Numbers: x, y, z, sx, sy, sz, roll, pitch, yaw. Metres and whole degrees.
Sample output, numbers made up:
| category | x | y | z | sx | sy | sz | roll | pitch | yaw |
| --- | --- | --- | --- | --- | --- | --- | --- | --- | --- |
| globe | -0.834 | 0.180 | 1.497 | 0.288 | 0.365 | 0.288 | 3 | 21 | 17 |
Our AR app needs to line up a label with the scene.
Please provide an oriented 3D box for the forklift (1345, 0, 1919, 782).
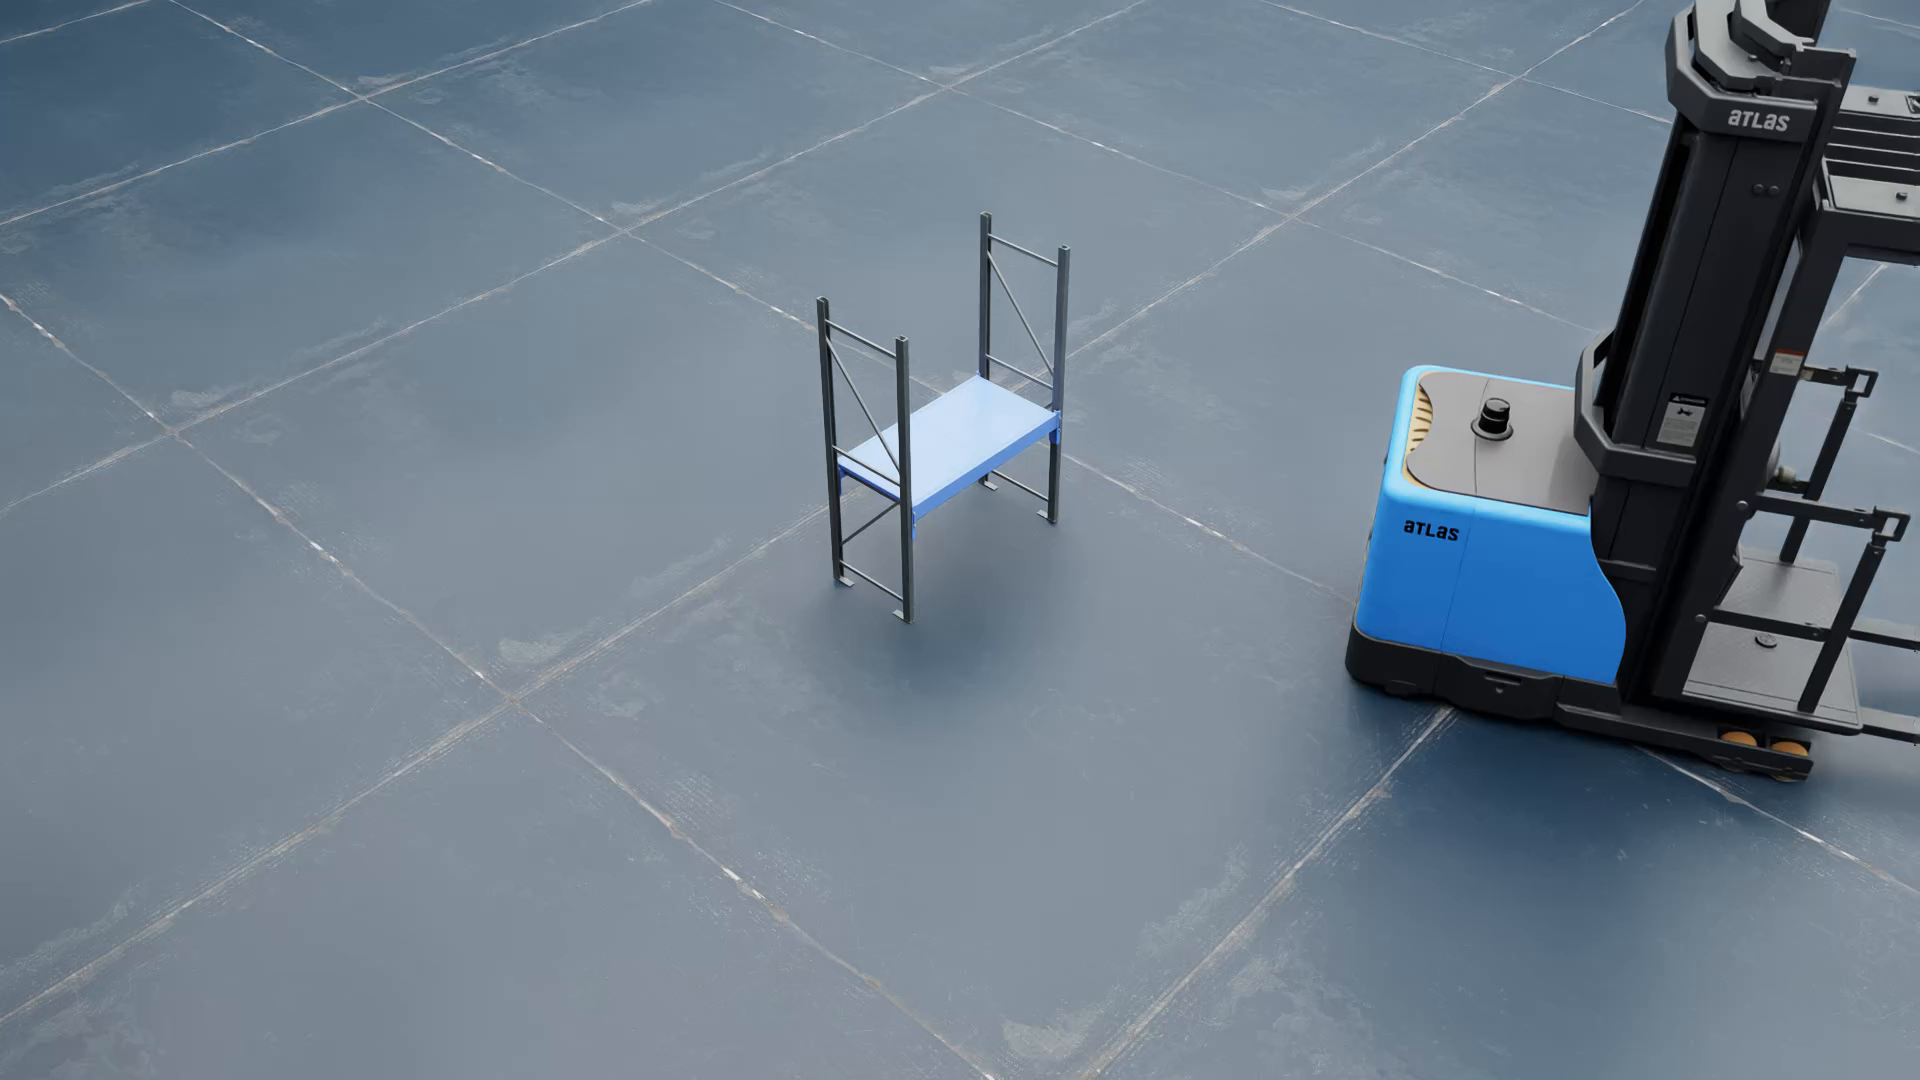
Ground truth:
| category | x | y | z | sx | sy | sz | roll | pitch | yaw |
| --- | --- | --- | --- | --- | --- | --- | --- | --- | --- |
| forklift | 3.250 | -0.533 | 6.348 | 3.031 | 2.935 | 1.130 | 11 | 40 | 13 |

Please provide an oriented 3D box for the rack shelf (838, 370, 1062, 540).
| category | x | y | z | sx | sy | sz | roll | pitch | yaw |
| --- | --- | --- | --- | --- | --- | --- | --- | --- | --- |
| rack shelf | -0.058 | -0.407 | 7.629 | 0.538 | 0.185 | 1.000 | 30 | 47 | 32 |

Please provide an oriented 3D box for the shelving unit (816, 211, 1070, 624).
| category | x | y | z | sx | sy | sz | roll | pitch | yaw |
| --- | --- | --- | --- | --- | --- | --- | --- | --- | --- |
| shelving unit | -0.058 | -0.548 | 7.517 | 0.538 | 1.500 | 1.048 | 30 | 47 | 32 |

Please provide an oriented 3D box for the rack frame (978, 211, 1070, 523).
| category | x | y | z | sx | sy | sz | roll | pitch | yaw |
| --- | --- | --- | --- | --- | --- | --- | --- | --- | --- |
| rack frame | 0.285 | -0.781 | 7.811 | 0.500 | 1.500 | 0.032 | 30 | 47 | 32 |

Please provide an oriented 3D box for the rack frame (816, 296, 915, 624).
| category | x | y | z | sx | sy | sz | roll | pitch | yaw |
| --- | --- | --- | --- | --- | --- | --- | --- | --- | --- |
| rack frame | -0.400 | -0.314 | 7.224 | 0.500 | 1.500 | 0.032 | 30 | 47 | 32 |
